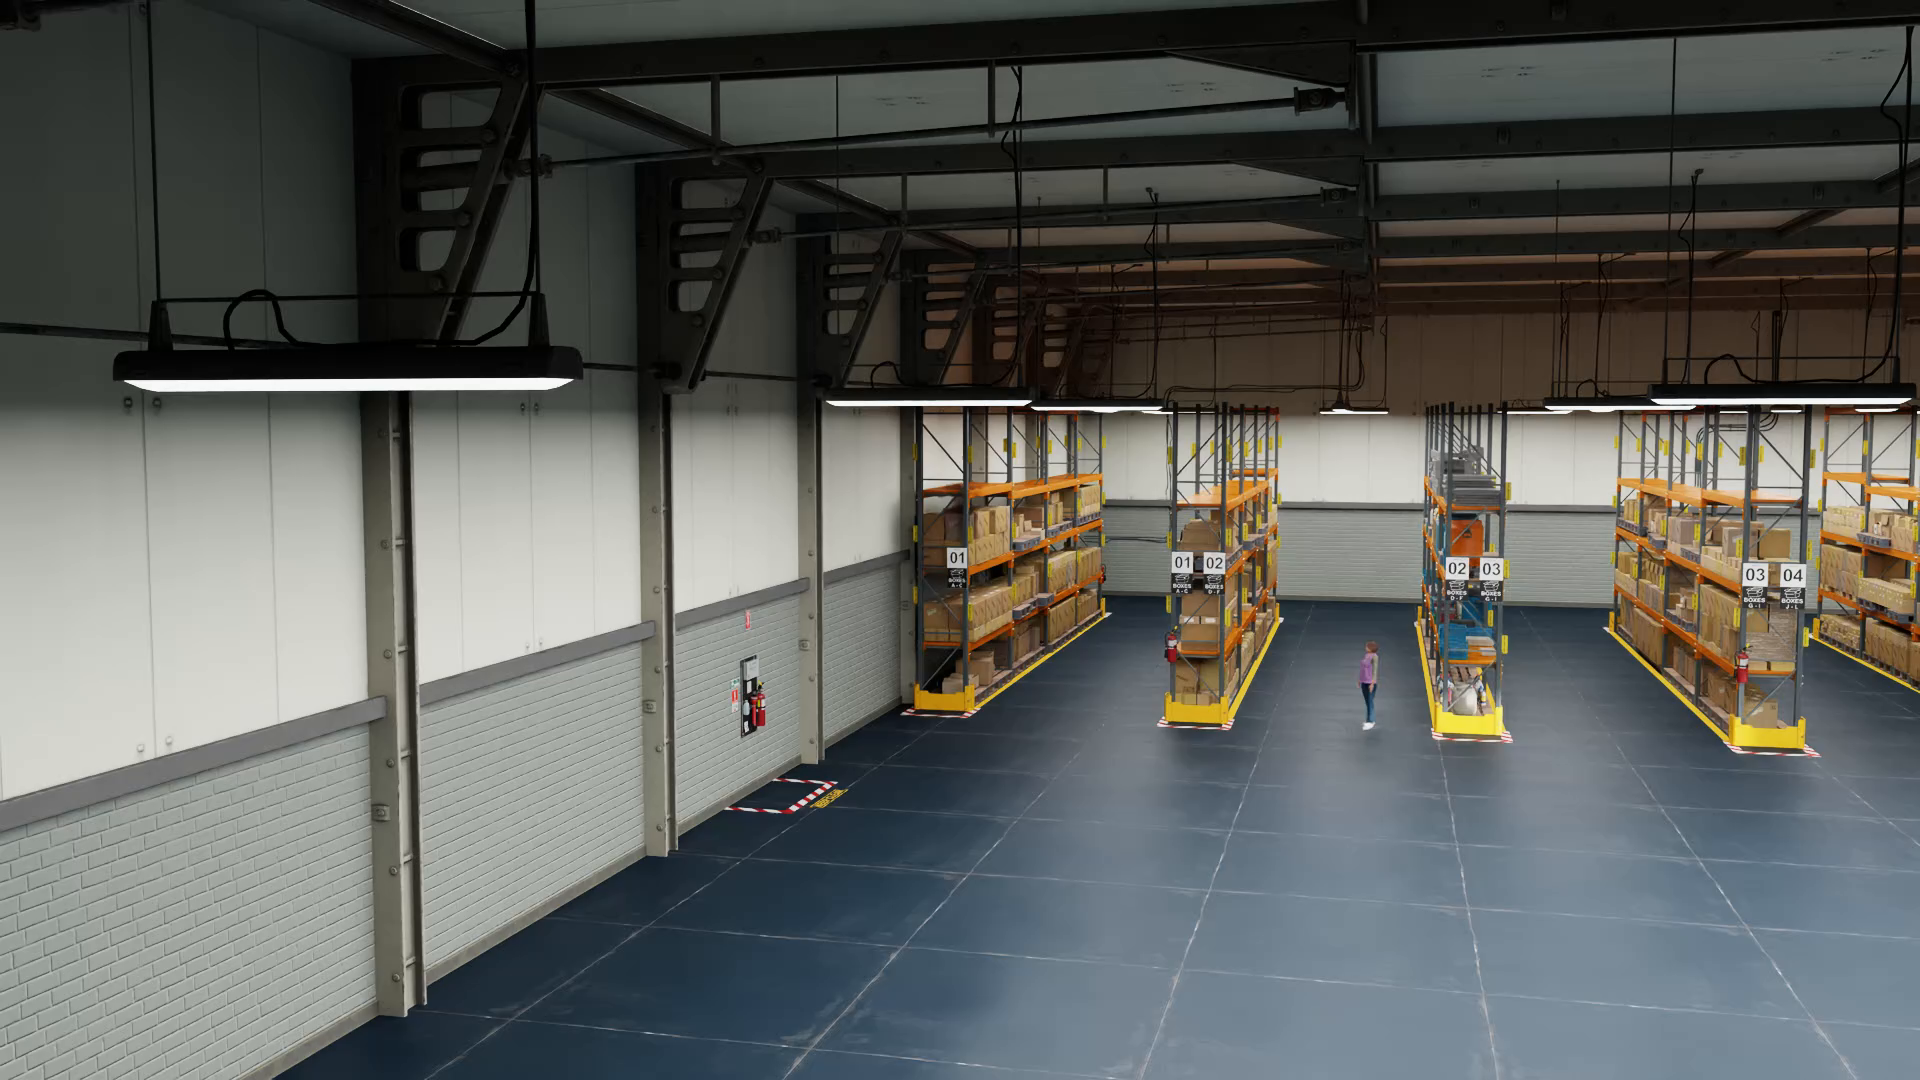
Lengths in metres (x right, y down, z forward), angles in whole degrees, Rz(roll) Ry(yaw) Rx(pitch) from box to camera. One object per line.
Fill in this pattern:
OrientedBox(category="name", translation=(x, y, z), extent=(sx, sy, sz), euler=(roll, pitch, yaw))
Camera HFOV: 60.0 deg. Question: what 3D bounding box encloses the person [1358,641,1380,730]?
OrientedBox(category="person", translation=(7.542, 2.670, 30.704), extent=(0.493, 1.611, 0.425), euler=(-3, 5, -31))
